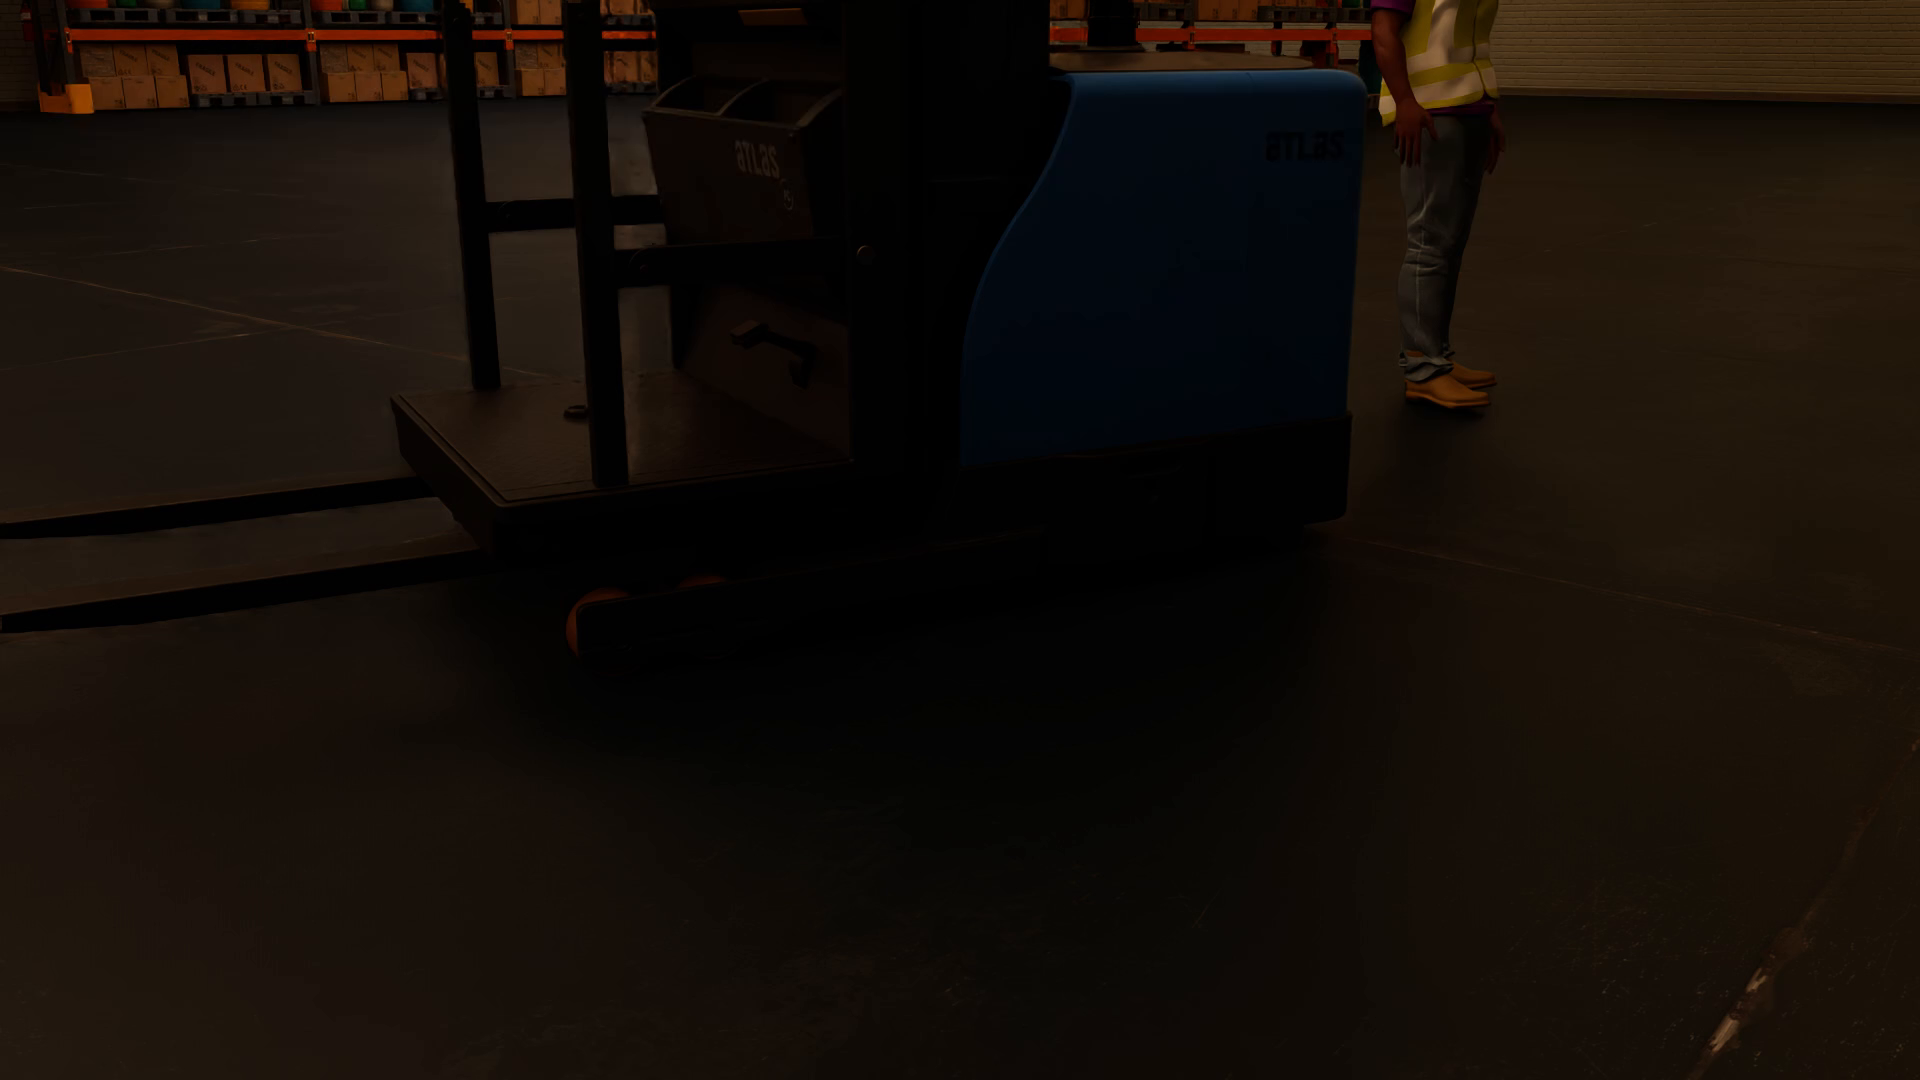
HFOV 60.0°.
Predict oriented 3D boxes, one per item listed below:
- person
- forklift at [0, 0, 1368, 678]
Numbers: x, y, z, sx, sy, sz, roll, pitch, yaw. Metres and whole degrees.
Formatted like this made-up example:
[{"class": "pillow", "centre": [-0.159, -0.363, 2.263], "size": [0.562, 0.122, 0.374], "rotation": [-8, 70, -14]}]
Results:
[{"class": "person", "centre": [1.613, -1.353, 5.334], "size": [0.578, 1.765, 0.666], "rotation": [14, 22, 39]}, {"class": "forklift", "centre": [-0.635, -1.321, 3.249], "size": [3.031, 2.935, 1.130], "rotation": [-9, 19, -27]}]
